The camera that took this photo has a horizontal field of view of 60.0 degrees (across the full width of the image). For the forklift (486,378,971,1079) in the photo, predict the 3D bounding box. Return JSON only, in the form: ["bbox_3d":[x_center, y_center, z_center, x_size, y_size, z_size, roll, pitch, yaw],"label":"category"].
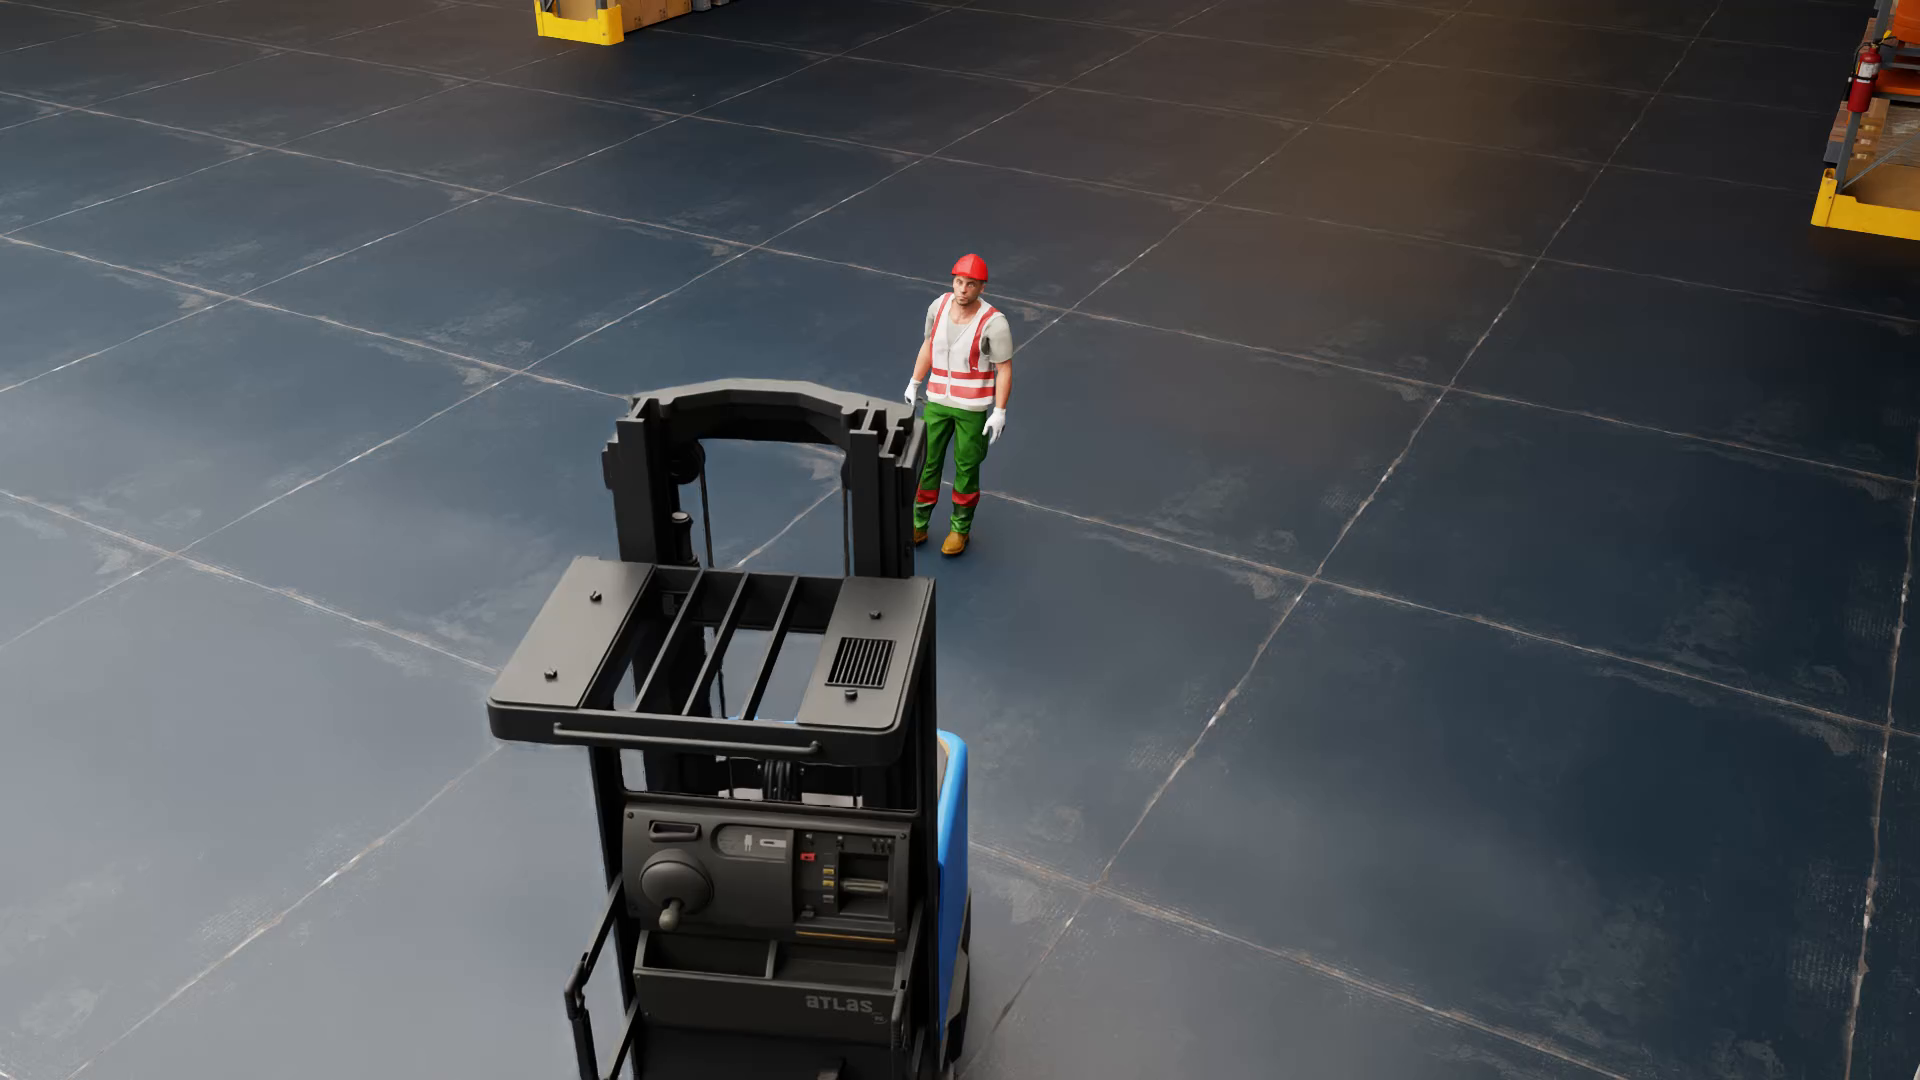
[{"bbox_3d":[-0.644,1.117,5.135,1.130,2.935,3.031,3,30,6],"label":"forklift"}]

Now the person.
[{"bbox_3d":[-0.049,-0.749,9.497,0.637,1.787,0.564,15,33,25],"label":"person"}]
